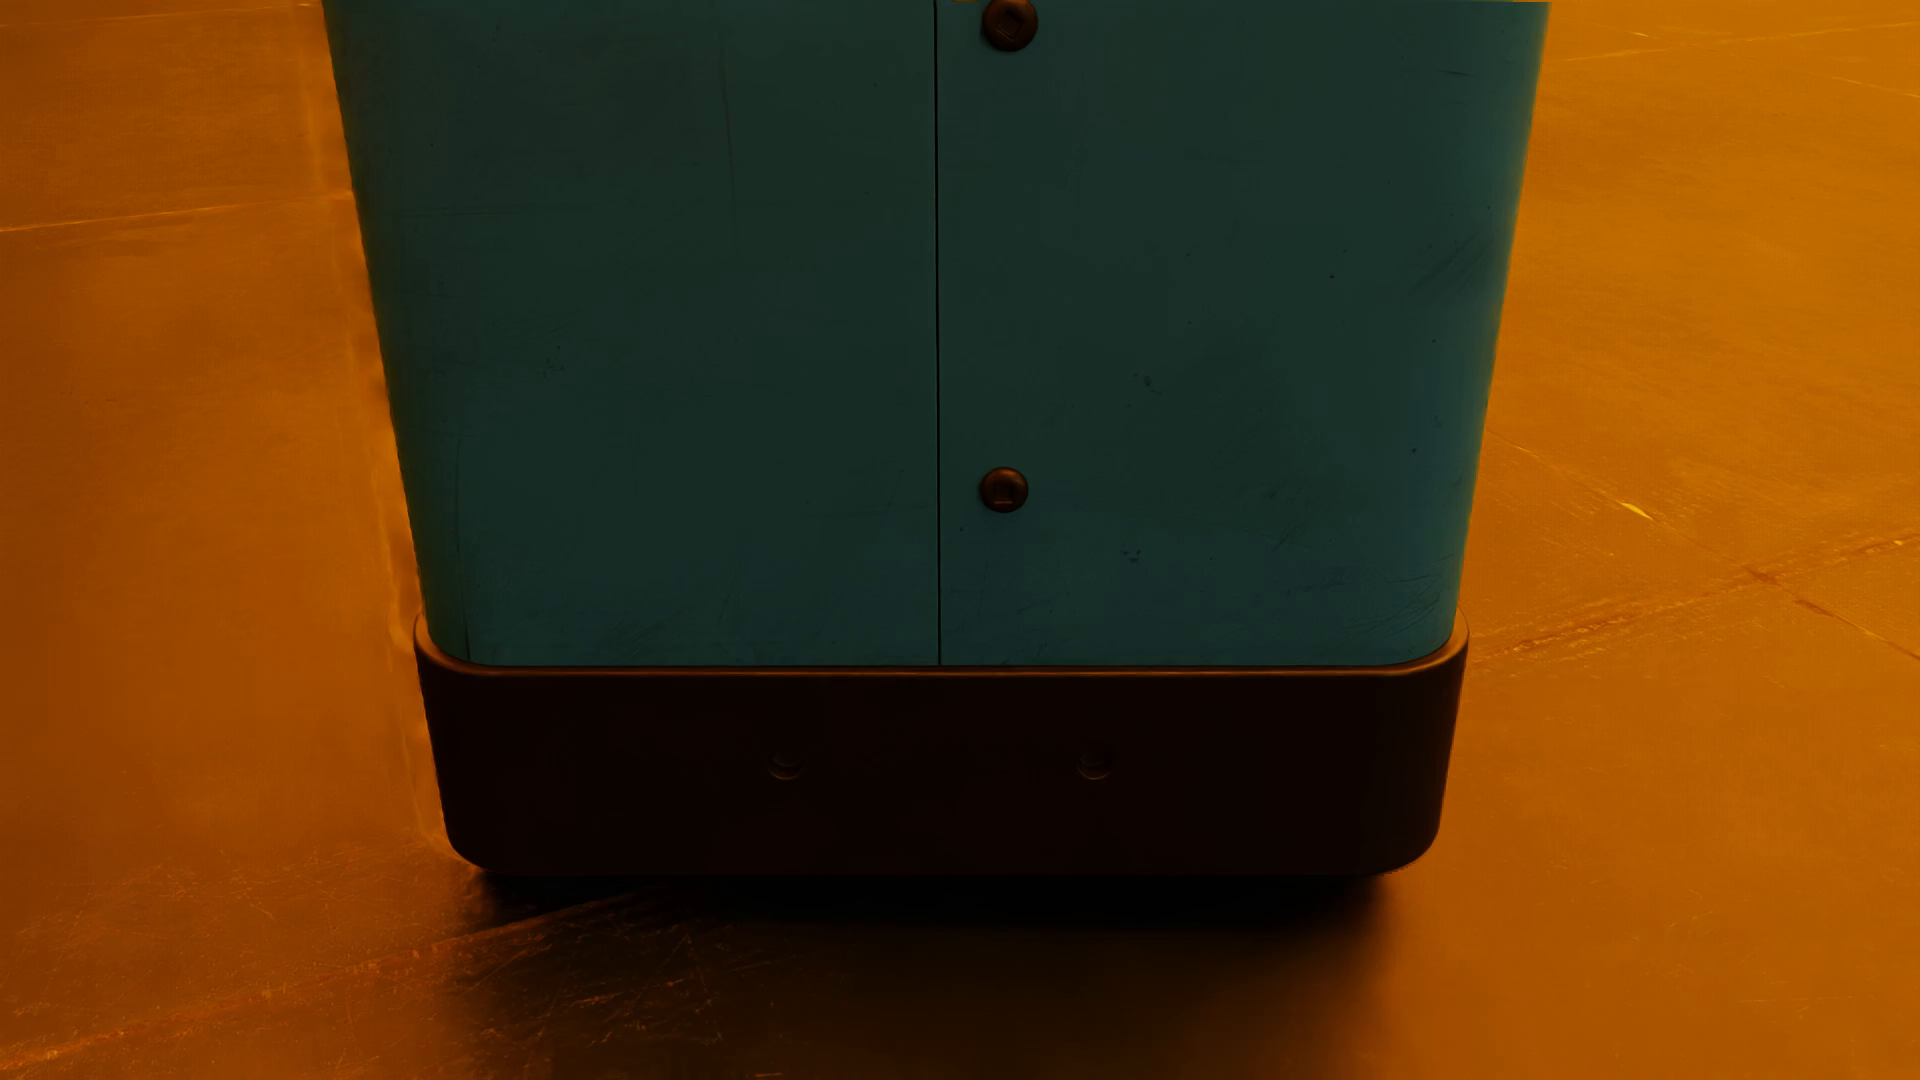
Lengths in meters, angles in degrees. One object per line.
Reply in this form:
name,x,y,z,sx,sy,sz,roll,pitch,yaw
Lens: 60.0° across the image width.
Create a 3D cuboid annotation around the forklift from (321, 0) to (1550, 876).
forklift,-0.021,-1.591,2.391,1.130,2.935,3.031,0,27,0
